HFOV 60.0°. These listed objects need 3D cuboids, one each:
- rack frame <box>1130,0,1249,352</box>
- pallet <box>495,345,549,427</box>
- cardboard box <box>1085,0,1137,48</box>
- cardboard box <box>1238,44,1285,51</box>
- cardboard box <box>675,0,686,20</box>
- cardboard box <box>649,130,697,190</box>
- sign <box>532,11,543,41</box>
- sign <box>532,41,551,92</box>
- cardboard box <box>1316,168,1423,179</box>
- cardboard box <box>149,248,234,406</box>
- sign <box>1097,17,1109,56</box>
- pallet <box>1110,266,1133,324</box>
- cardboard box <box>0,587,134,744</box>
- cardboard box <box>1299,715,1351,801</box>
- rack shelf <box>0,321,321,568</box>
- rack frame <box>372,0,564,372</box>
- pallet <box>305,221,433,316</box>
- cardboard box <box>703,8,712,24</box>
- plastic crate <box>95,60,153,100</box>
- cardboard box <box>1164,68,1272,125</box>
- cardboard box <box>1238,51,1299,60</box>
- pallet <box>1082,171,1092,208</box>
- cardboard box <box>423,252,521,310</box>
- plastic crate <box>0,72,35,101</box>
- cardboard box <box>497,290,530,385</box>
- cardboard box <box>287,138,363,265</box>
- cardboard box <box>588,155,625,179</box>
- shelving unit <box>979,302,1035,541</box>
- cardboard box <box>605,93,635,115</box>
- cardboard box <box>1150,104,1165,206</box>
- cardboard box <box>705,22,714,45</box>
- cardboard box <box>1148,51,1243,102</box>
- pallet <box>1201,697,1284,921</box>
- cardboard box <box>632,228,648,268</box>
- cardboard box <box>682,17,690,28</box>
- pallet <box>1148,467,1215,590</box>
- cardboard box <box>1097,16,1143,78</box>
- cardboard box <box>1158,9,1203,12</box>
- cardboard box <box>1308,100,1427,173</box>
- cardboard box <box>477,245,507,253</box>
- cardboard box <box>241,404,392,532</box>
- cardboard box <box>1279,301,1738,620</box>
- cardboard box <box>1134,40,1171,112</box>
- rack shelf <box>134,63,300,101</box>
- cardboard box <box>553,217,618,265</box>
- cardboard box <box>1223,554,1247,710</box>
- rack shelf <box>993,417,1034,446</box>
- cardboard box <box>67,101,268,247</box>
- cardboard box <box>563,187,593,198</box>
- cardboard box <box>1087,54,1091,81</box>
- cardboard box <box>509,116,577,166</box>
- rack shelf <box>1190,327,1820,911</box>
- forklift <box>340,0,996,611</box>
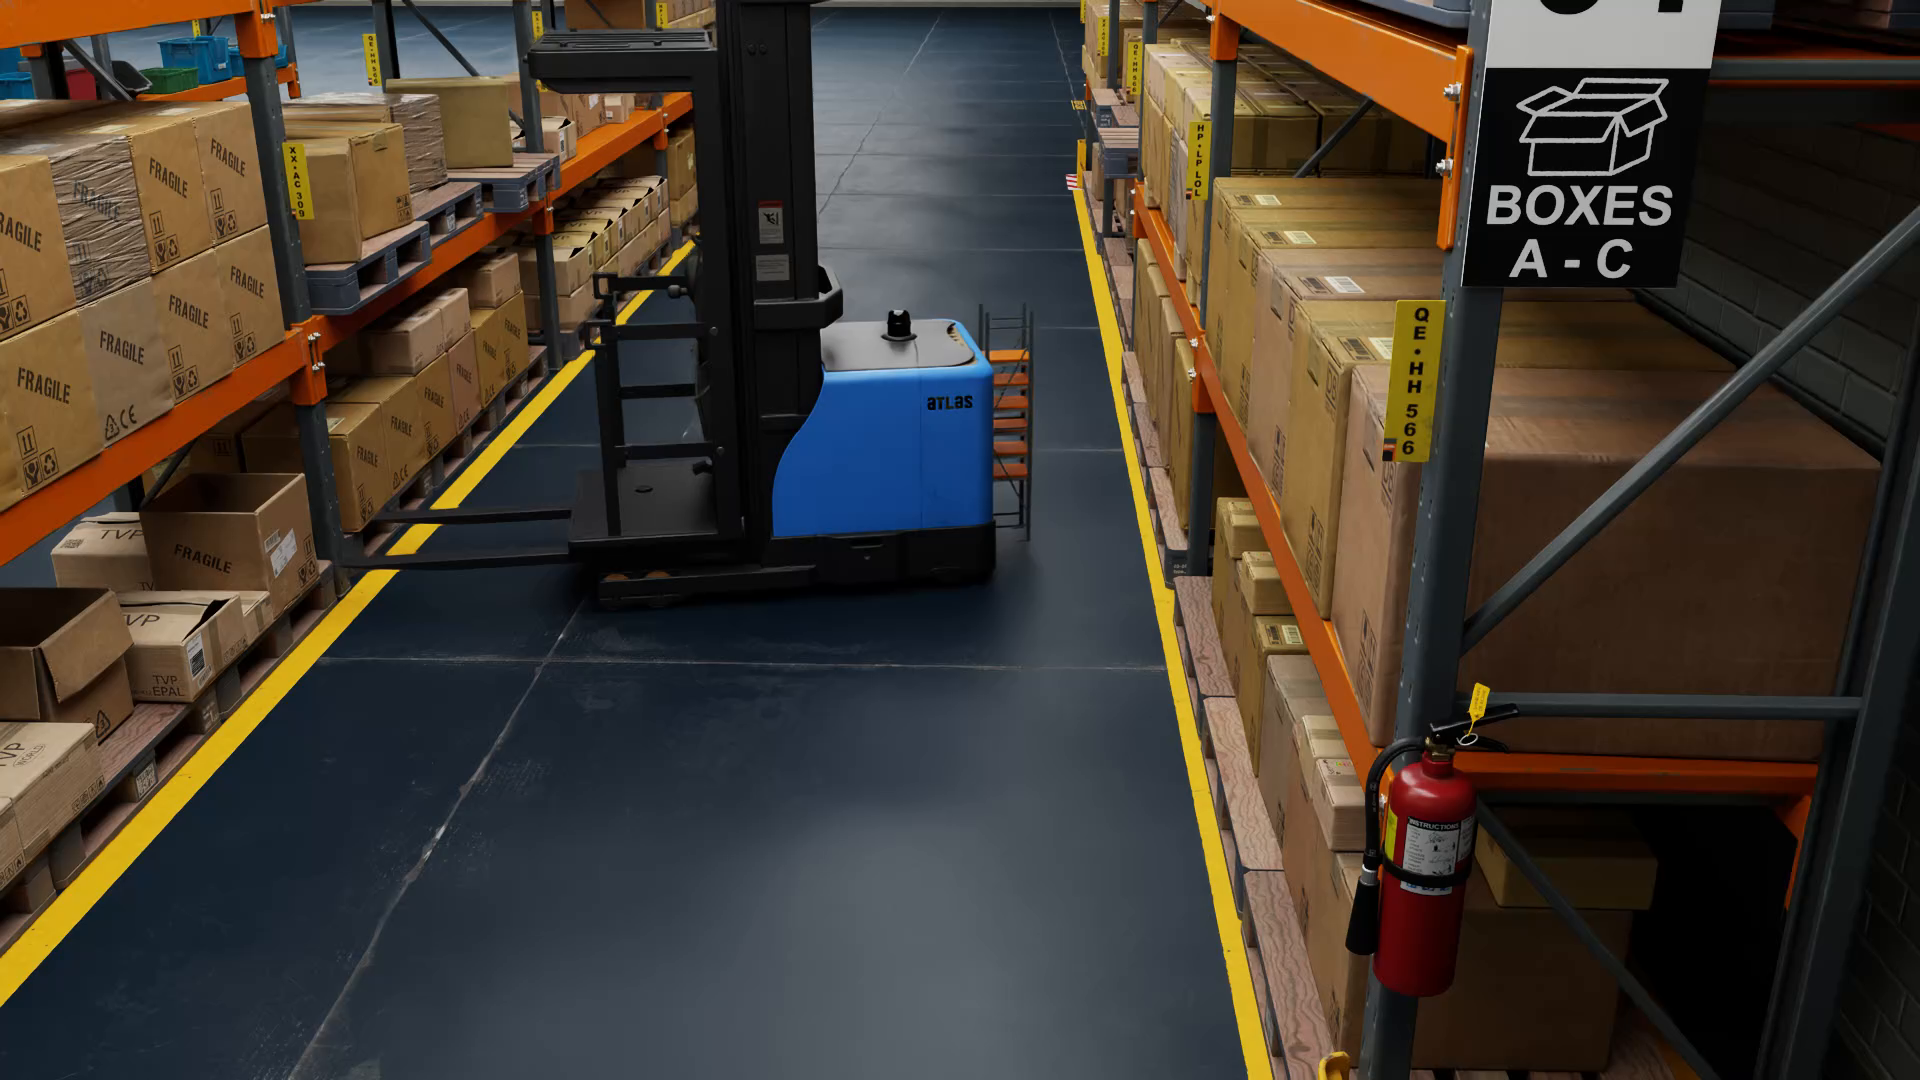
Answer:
[{"bbox_3d":[1.673,-2.539,10.925,1.000,3.000,0.127,1,21,2],"label":"rack frame"},{"bbox_3d":[-3.339,-1.022,10.872,1.003,0.211,1.213,1,21,2],"label":"pallet"},{"bbox_3d":[1.577,-5.372,17.371,0.500,0.500,0.500,1,21,2],"label":"cardboard box"},{"bbox_3d":[1.919,-2.916,10.284,0.500,0.250,0.500,1,21,3],"label":"cardboard box"},{"bbox_3d":[-3.103,-5.395,16.354,0.700,0.500,0.500,1,21,2],"label":"cardboard box"},{"bbox_3d":[-2.822,-3.647,15.965,0.500,0.500,0.500,1,21,2],"label":"cardboard box"},{"bbox_3d":[-3.711,-4.484,14.633,0.100,0.325,0.005,1,21,2],"label":"sign"},{"bbox_3d":[-2.735,-3.092,10.861,0.100,0.325,0.005,1,21,2],"label":"sign"},{"bbox_3d":[1.818,-1.451,7.544,0.500,0.500,0.500,0,21,0],"label":"cardboard box"},{"bbox_3d":[-3.173,-0.822,6.363,0.500,0.500,0.500,1,21,3],"label":"cardboard box"},{"bbox_3d":[1.253,-4.392,14.504,0.100,0.325,0.005,1,21,2],"label":"sign"},{"bbox_3d":[1.739,-1.961,13.292,1.003,0.211,1.213,1,21,2],"label":"pallet"},{"bbox_3d":[-3.452,0.492,5.956,0.797,0.503,0.637,1,21,2],"label":"cardboard box"},{"bbox_3d":[1.180,0.626,4.748,0.380,0.149,0.250,1,21,3],"label":"cardboard box"},{"bbox_3d":[-3.461,-0.087,5.601,1.077,0.370,4.000,1,21,2],"label":"rack shelf"},{"bbox_3d":[-3.278,-2.592,11.062,1.000,3.000,0.127,1,21,2],"label":"rack frame"},{"bbox_3d":[-3.266,-1.344,8.111,1.003,0.211,1.213,1,21,2],"label":"pallet"},{"bbox_3d":[-2.862,-5.599,17.776,0.380,0.149,0.250,1,21,3],"label":"cardboard box"},{"bbox_3d":[-7.964,-4.253,15.429,0.767,0.338,0.504,1,21,2],"label":"plastic crate"},{"bbox_3d":[1.366,-2.362,8.856,0.500,0.250,0.500,0,21,1],"label":"cardboard box"},{"bbox_3d":[1.900,-2.729,9.802,0.500,0.250,0.500,0,21,0],"label":"cardboard box"},{"bbox_3d":[1.854,-3.810,18.058,1.003,0.211,1.213,1,21,2],"label":"pallet"},{"bbox_3d":[-3.069,-1.620,10.368,0.500,0.250,0.500,1,21,4],"label":"cardboard box"},{"bbox_3d":[-7.830,-3.684,13.900,0.392,0.384,0.575,1,21,2],"label":"plastic crate"},{"bbox_3d":[-3.072,-1.291,10.557,0.500,0.500,0.500,1,21,4],"label":"cardboard box"},{"bbox_3d":[-3.162,-1.557,7.676,0.700,0.500,0.500,-7,22,-17],"label":"cardboard box"},{"bbox_3d":[-3.334,-3.652,15.979,0.500,0.500,0.500,1,21,2],"label":"cardboard box"},{"bbox_3d":[0.226,-0.583,8.372,0.258,1.200,0.189,-3,21,-9],"label":"shelving unit"},{"bbox_3d":[-3.128,-3.790,14.357,0.500,0.250,0.500,2,21,5],"label":"cardboard box"},{"bbox_3d":[1.361,-2.192,9.454,0.500,0.500,0.500,1,21,1],"label":"cardboard box"},{"bbox_3d":[-3.062,-5.362,18.064,0.700,0.500,0.500,1,21,2],"label":"cardboard box"},{"bbox_3d":[1.386,-2.727,9.798,0.500,0.250,0.500,0,21,1],"label":"cardboard box"},{"bbox_3d":[1.416,0.924,5.856,1.003,0.211,1.213,1,21,2],"label":"pallet"},{"bbox_3d":[-2.912,-2.431,13.868,0.500,0.250,0.500,1,21,3],"label":"cardboard box"},{"bbox_3d":[-2.901,-5.132,16.575,0.380,0.149,0.250,0,21,1],"label":"cardboard box"},{"bbox_3d":[1.500,-0.072,8.423,1.003,0.211,1.213,1,21,2],"label":"pallet"},{"bbox_3d":[1.500,-4.448,14.990,0.500,0.500,0.500,1,21,1],"label":"cardboard box"},{"bbox_3d":[2.058,-4.809,15.919,0.500,0.500,0.500,1,21,3],"label":"cardboard box"},{"bbox_3d":[1.826,-1.800,7.408,0.500,0.250,0.500,1,21,3],"label":"cardboard box"},{"bbox_3d":[-3.508,-1.959,11.877,0.500,0.311,0.500,1,21,3],"label":"cardboard box"},{"bbox_3d":[-3.141,-0.358,8.151,0.500,0.500,0.500,0,21,-1],"label":"cardboard box"},{"bbox_3d":[1.447,-0.234,4.570,0.980,0.700,0.700,0,21,1],"label":"cardboard box"},{"bbox_3d":[1.733,-3.613,12.947,0.700,0.500,0.500,4,21,9],"label":"cardboard box"},{"bbox_3d":[-8.046,-4.482,16.927,1.077,0.370,4.000,1,21,2],"label":"rack shelf"},{"bbox_3d":[-2.943,-2.328,12.827,0.500,0.311,0.500,0,21,0],"label":"cardboard box"},{"bbox_3d":[1.408,0.328,6.412,0.700,0.500,0.500,0,21,1],"label":"cardboard box"},{"bbox_3d":[0.226,-0.541,8.388,0.258,0.103,0.180,-3,21,-9],"label":"rack shelf"},{"bbox_3d":[-3.156,-1.473,6.657,0.500,0.500,0.500,1,21,2],"label":"cardboard box"},{"bbox_3d":[-3.438,-2.886,14.265,0.500,0.311,0.500,0,21,1],"label":"cardboard box"},{"bbox_3d":[1.562,-4.826,16.999,0.500,0.250,0.500,0,21,1],"label":"cardboard box"},{"bbox_3d":[-3.057,-2.872,11.906,0.500,0.311,0.500,0,21,1],"label":"cardboard box"},{"bbox_3d":[1.491,-0.034,5.464,1.077,0.370,4.000,1,21,2],"label":"rack shelf"},{"bbox_3d":[-1.394,-1.246,7.688,3.031,2.935,1.130,-3,21,-9],"label":"forklift"}]
